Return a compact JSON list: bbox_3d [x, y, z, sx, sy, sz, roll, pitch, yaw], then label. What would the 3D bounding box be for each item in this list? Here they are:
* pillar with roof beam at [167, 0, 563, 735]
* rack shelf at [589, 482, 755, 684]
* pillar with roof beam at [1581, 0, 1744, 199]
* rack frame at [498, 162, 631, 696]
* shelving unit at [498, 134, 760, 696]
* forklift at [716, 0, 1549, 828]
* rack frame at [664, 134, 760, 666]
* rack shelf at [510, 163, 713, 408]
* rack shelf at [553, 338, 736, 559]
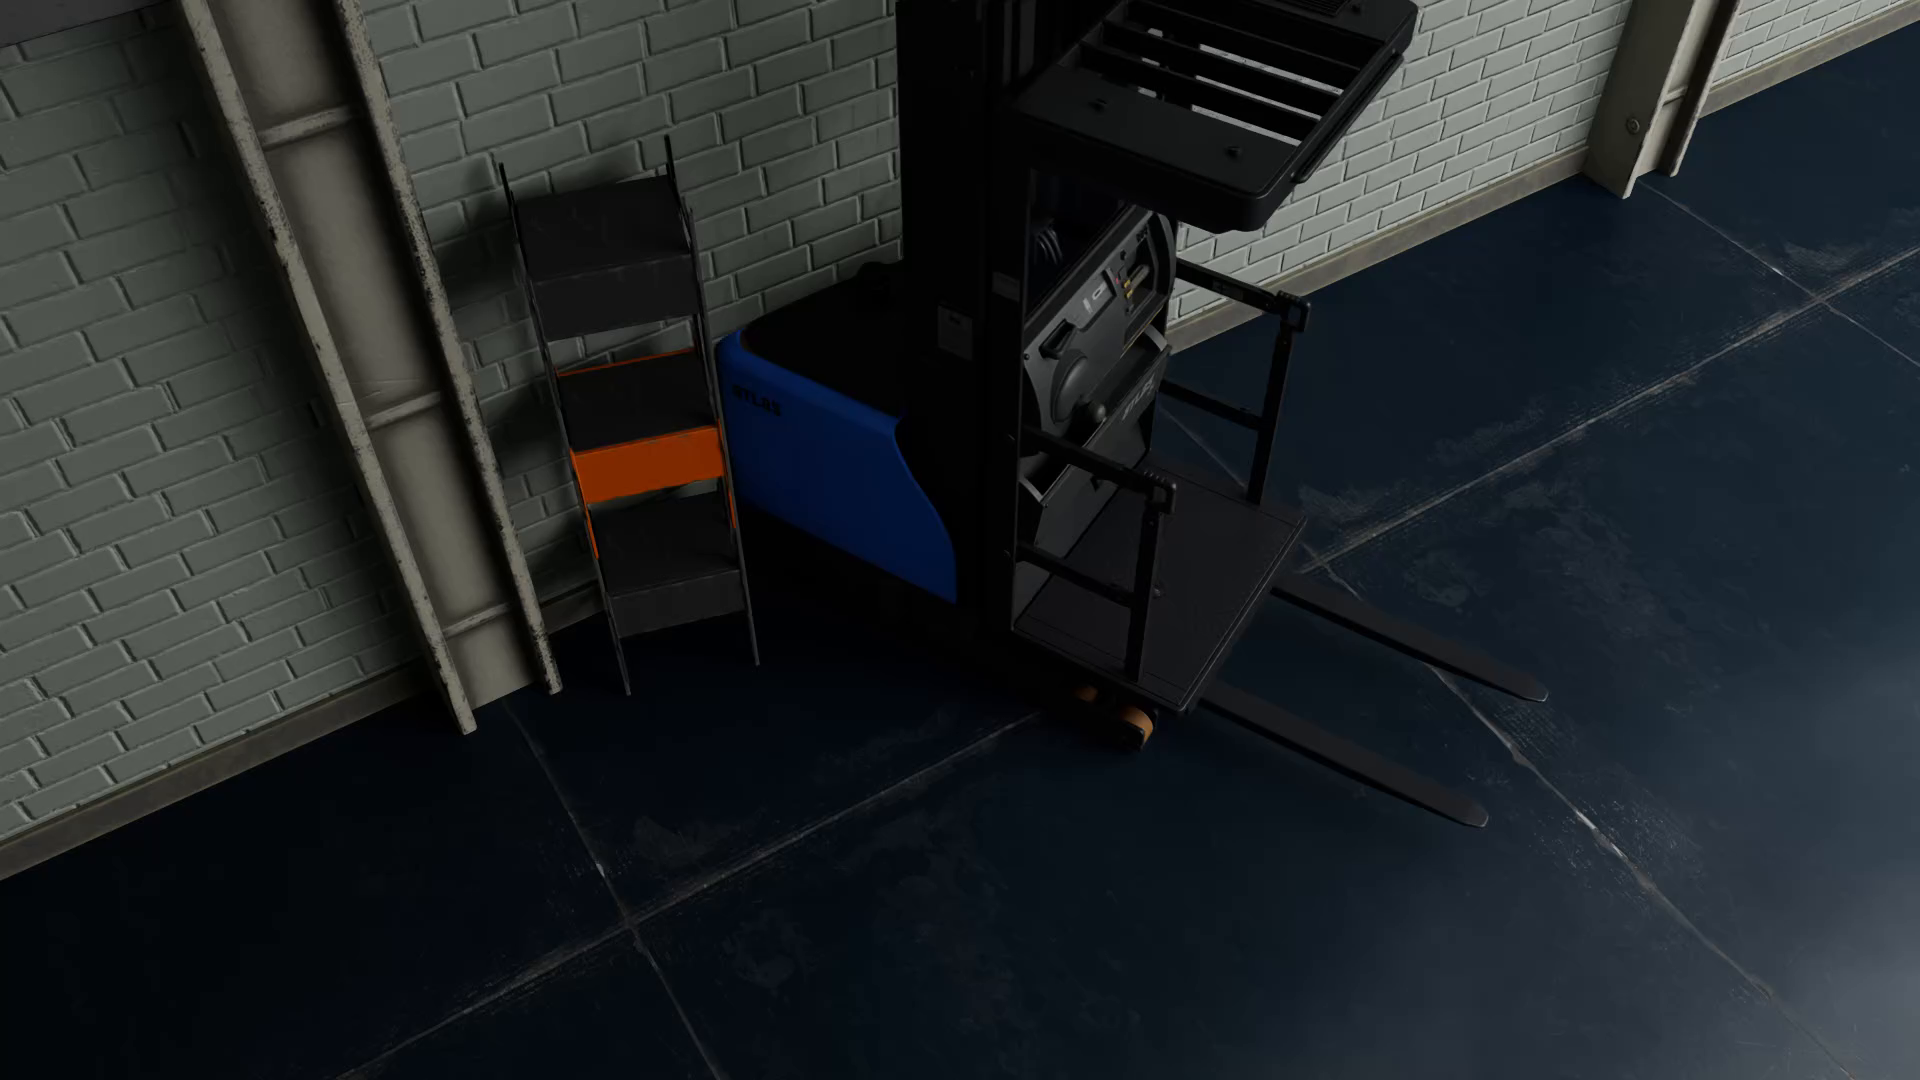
[{"bbox_3d":[0.570,0.263,0.435,0.400,9.000,9.100,-25,53,-21],"label":"pillar with roof beam"},{"bbox_3d":[-1.054,0.159,6.103,0.480,0.518,0.431,-13,50,-11],"label":"rack shelf"},{"bbox_3d":[5.644,-2.128,2.564,0.400,9.000,9.100,-25,53,-21],"label":"pillar with roof beam"},{"bbox_3d":[-1.288,-0.263,5.524,0.015,2.100,0.400,-13,50,-11],"label":"rack frame"},{"bbox_3d":[-1.054,-0.316,5.570,0.503,2.100,0.431,-13,50,-11],"label":"shelving unit"},{"bbox_3d":[0.638,-0.677,5.336,3.031,2.935,1.130,25,53,21],"label":"forklift"},{"bbox_3d":[-0.820,-0.368,5.617,0.015,2.100,0.400,-13,50,-11],"label":"rack frame"},{"bbox_3d":[-1.054,-0.772,5.058,0.480,0.518,0.431,-13,50,-11],"label":"rack shelf"},{"bbox_3d":[-1.054,-0.307,5.581,0.480,0.518,0.431,-13,50,-11],"label":"rack shelf"}]
